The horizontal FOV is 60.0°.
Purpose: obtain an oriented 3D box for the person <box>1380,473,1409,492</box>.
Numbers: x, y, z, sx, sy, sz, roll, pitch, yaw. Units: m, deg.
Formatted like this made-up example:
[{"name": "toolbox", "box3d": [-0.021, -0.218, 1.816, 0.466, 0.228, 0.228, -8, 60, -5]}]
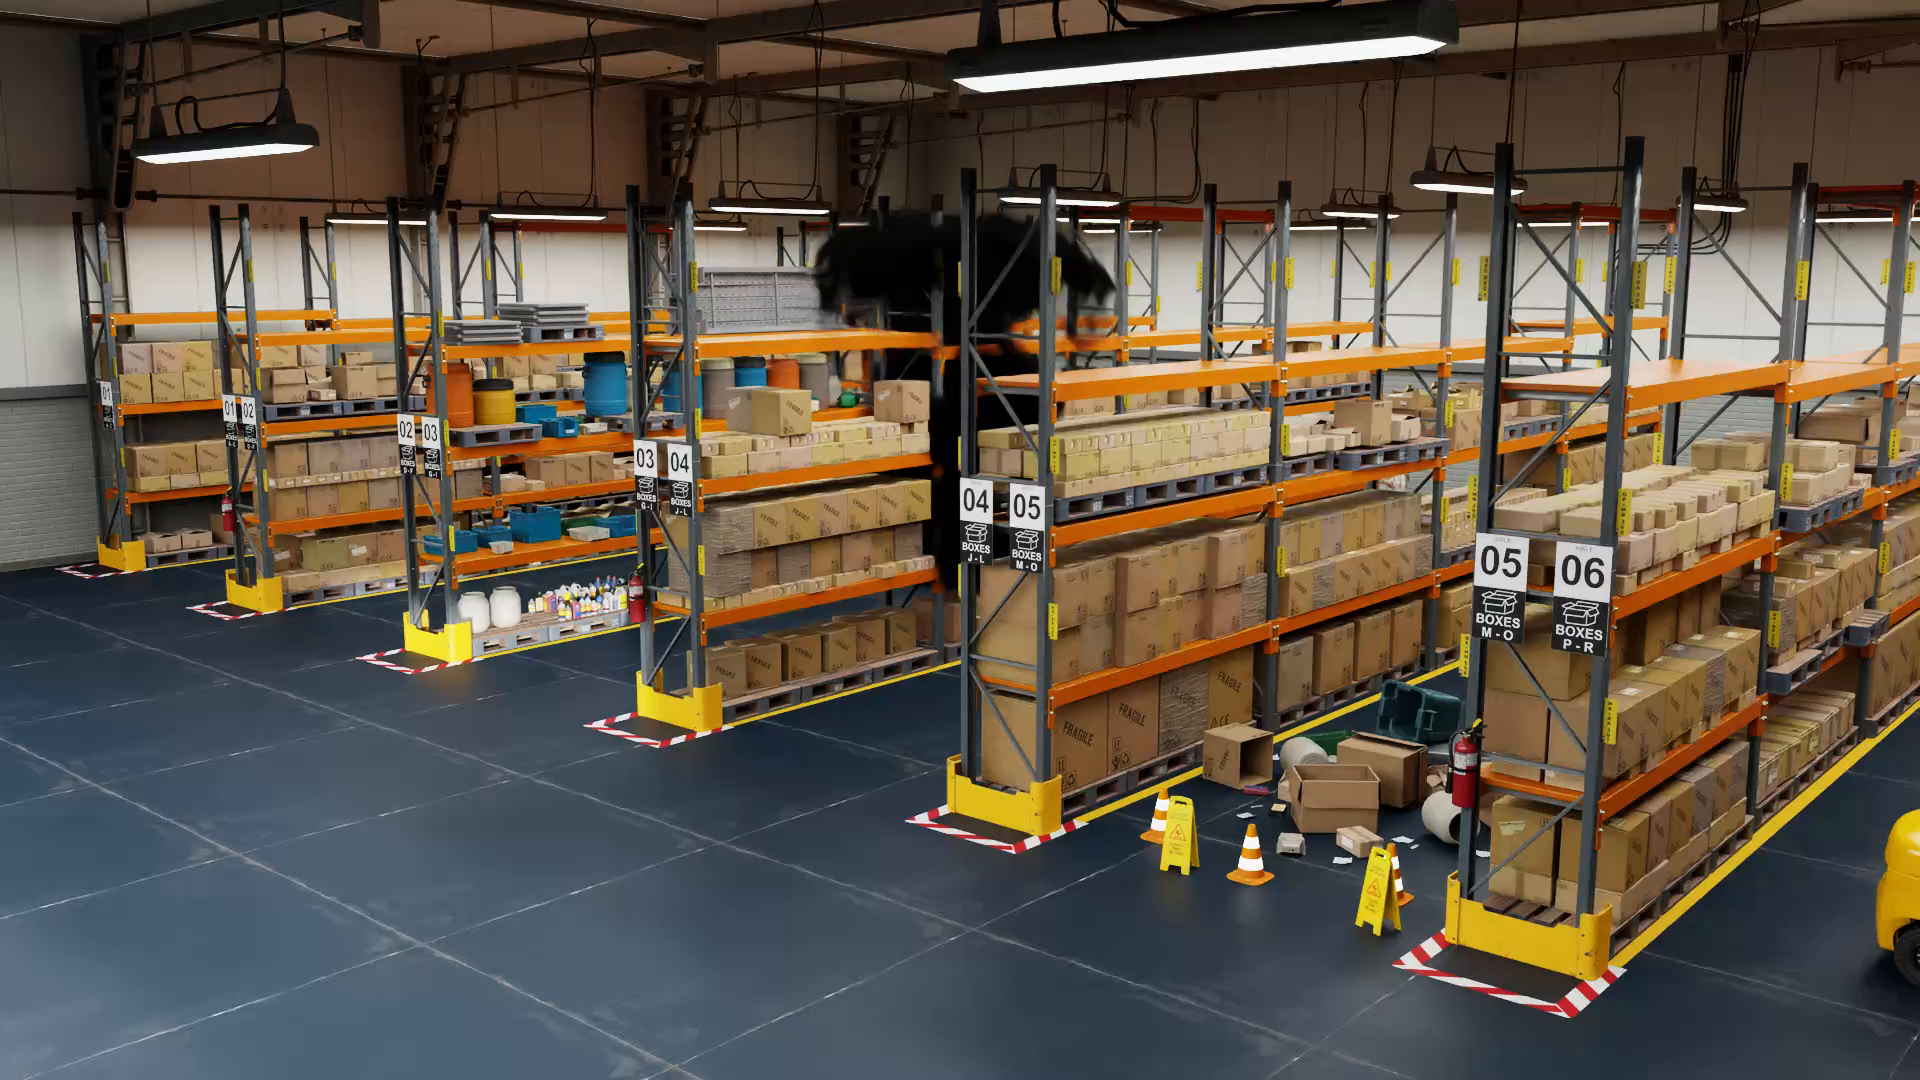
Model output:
[{"name": "person", "box3d": [8.290, -0.958, 31.852, 0.665, 1.777, 0.784, -3, 10, -20]}]
